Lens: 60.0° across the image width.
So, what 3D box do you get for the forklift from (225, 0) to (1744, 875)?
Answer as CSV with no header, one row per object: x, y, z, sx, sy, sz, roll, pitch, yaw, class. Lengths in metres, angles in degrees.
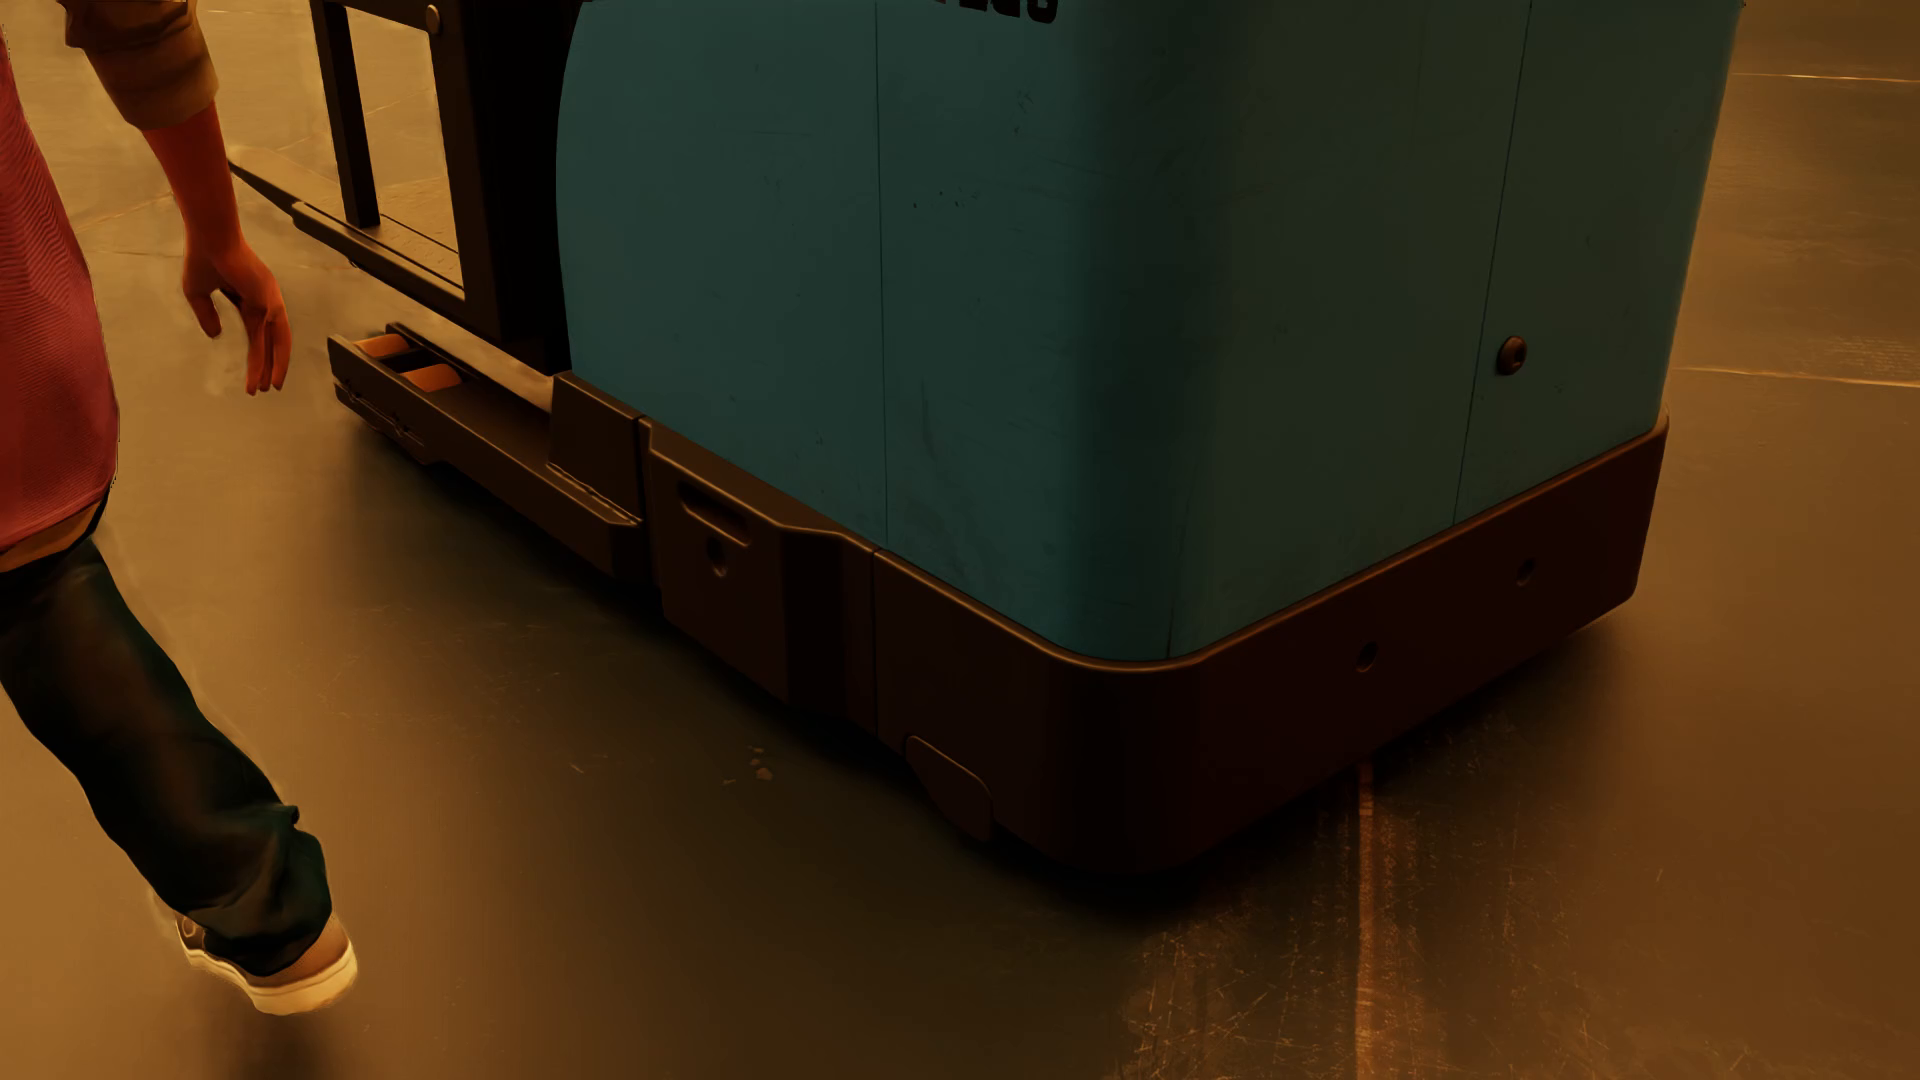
-0.430,-1.560,2.337,1.130,2.935,3.031,-21,34,-35,forklift

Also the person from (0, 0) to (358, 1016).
-0.747,-0.063,1.014,0.562,1.482,0.803,14,30,25,person
